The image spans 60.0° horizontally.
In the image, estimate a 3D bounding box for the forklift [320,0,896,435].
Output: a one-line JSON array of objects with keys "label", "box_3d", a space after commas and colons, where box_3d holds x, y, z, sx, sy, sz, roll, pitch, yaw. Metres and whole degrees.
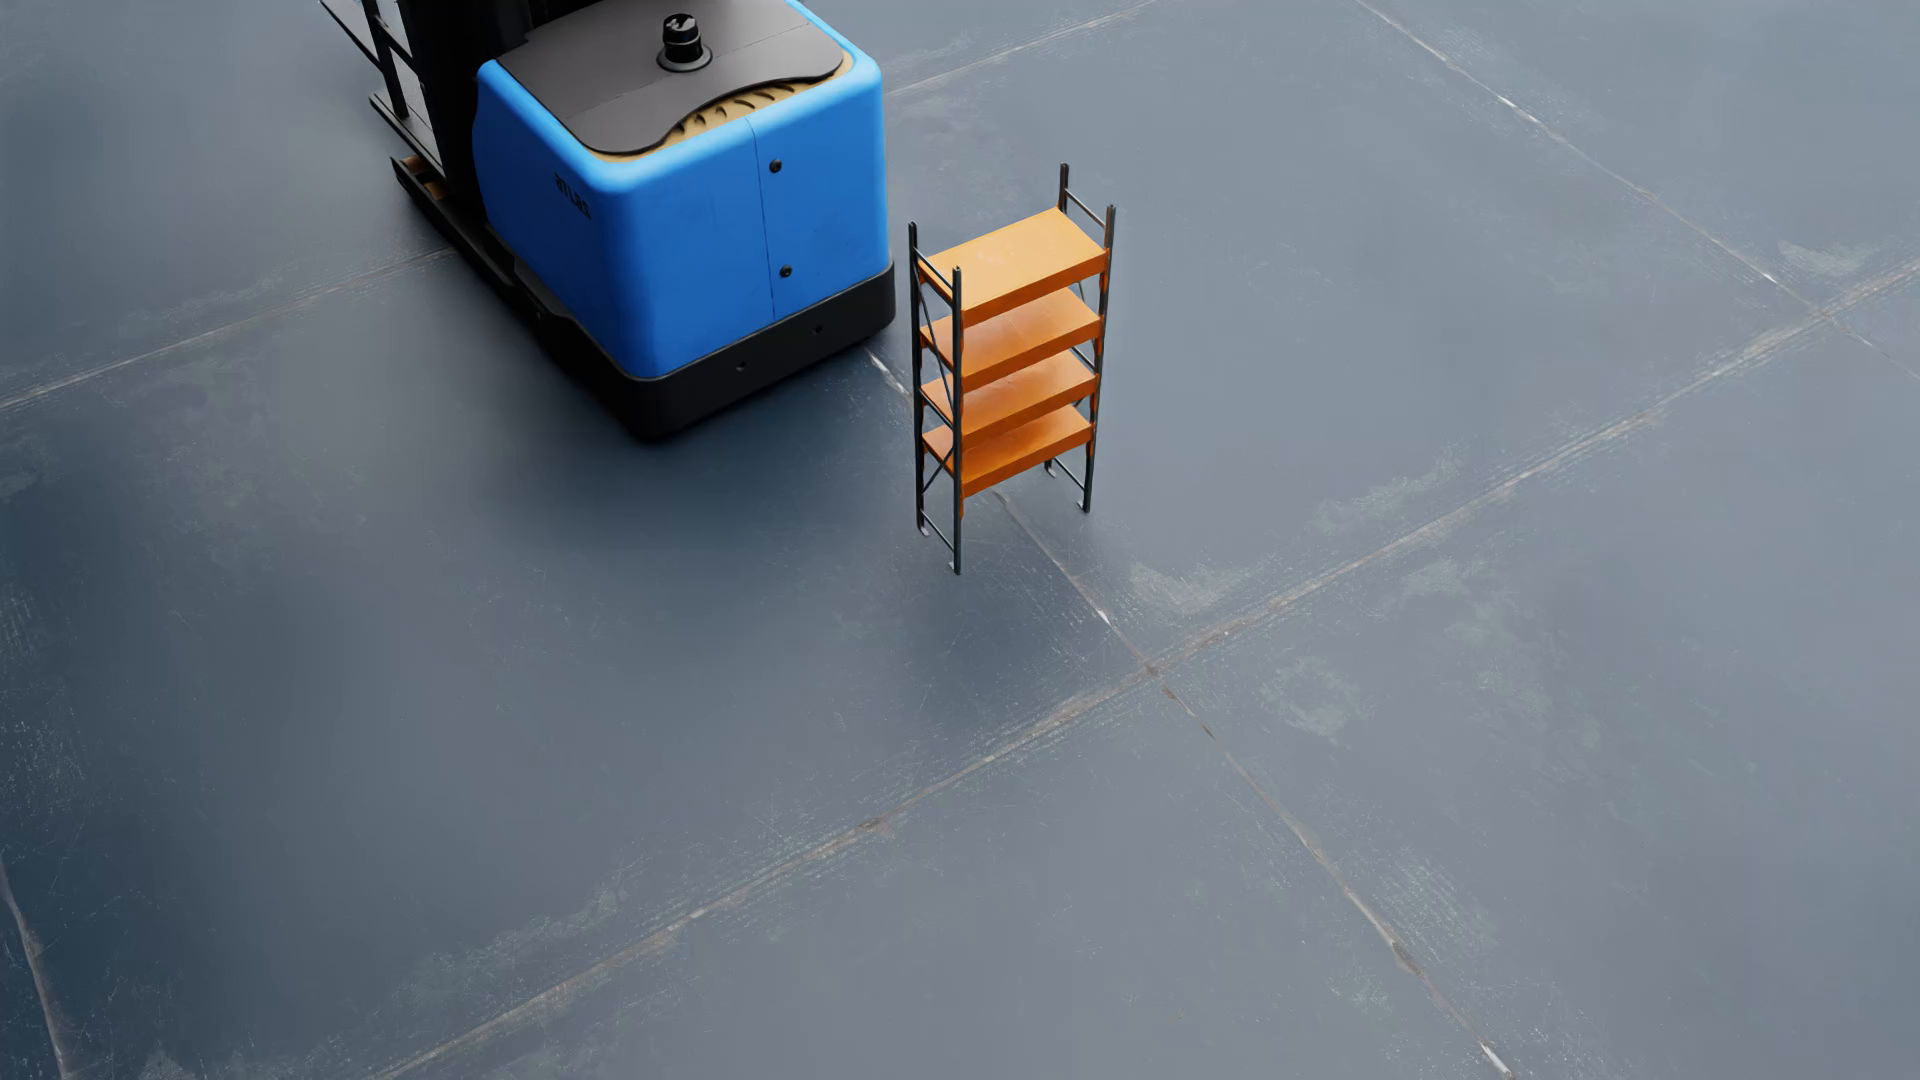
[{"label": "forklift", "box_3d": [-1.516, -2.378, 5.405, 1.130, 2.935, 3.031, -30, 55, -24]}]

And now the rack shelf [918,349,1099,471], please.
[{"label": "rack shelf", "box_3d": [0.140, -0.420, 4.911, 0.480, 0.148, 0.258, -25, 53, -21]}]

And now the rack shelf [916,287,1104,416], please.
[{"label": "rack shelf", "box_3d": [0.140, -0.569, 4.744, 0.480, 0.148, 0.258, -25, 53, -21]}]

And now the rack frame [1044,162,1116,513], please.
[{"label": "rack frame", "box_3d": [0.346, -0.562, 4.947, 0.015, 1.200, 0.240, -25, 53, -21]}]

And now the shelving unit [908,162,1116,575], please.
[{"label": "shelving unit", "box_3d": [0.140, -0.465, 4.861, 0.503, 1.200, 0.258, -25, 53, -21]}]

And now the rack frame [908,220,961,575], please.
[{"label": "rack frame", "box_3d": [-0.066, -0.368, 4.774, 0.015, 1.200, 0.240, -25, 53, -21]}]

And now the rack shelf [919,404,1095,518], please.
[{"label": "rack shelf", "box_3d": [0.140, -0.288, 5.059, 0.480, 0.148, 0.258, -25, 53, -21]}]

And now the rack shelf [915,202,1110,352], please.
[{"label": "rack shelf", "box_3d": [0.140, -0.726, 4.567, 0.480, 0.148, 0.258, -25, 53, -21]}]
